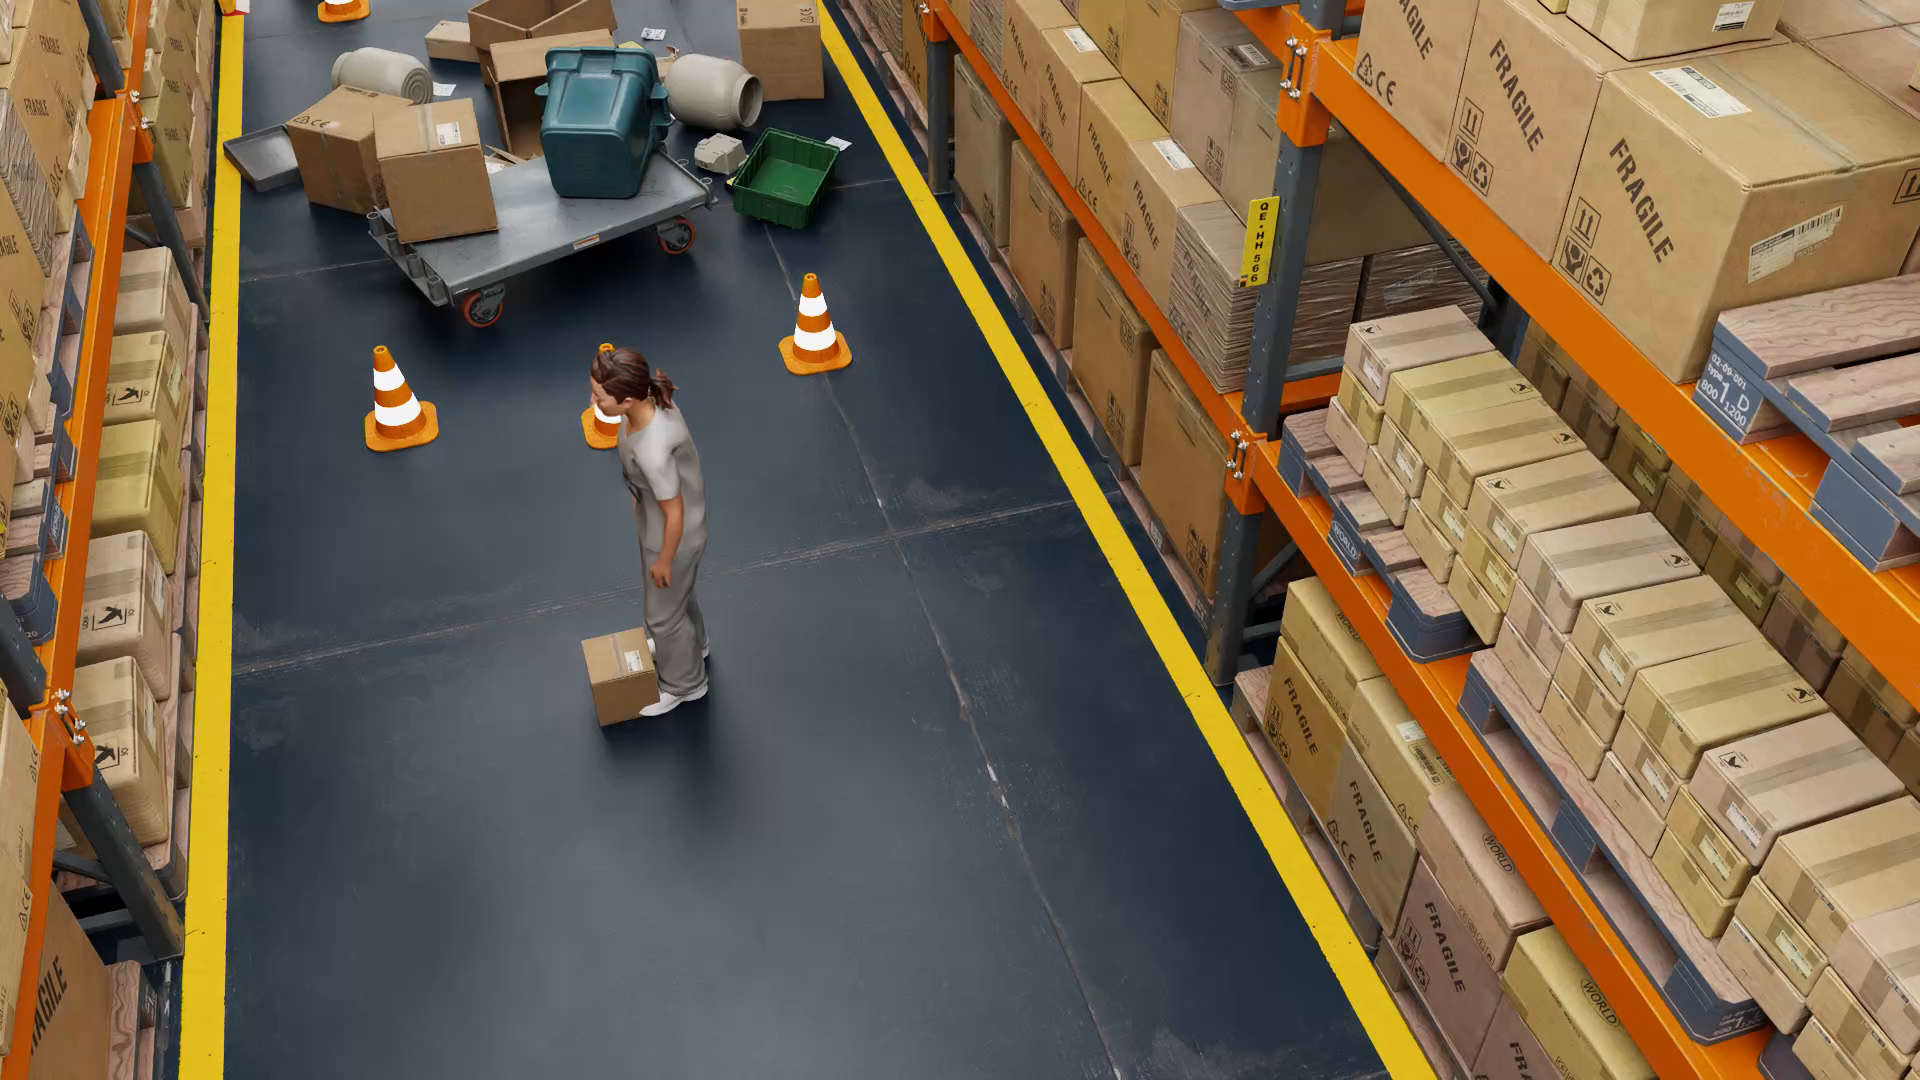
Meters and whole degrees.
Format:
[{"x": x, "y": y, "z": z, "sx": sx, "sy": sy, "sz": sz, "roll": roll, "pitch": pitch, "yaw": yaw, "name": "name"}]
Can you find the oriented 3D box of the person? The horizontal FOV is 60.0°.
[{"x": -1.138, "y": -0.034, "z": 6.198, "sx": 0.404, "sy": 1.673, "sz": 0.489, "roll": -12, "pitch": 44, "yaw": -13, "name": "person"}]
